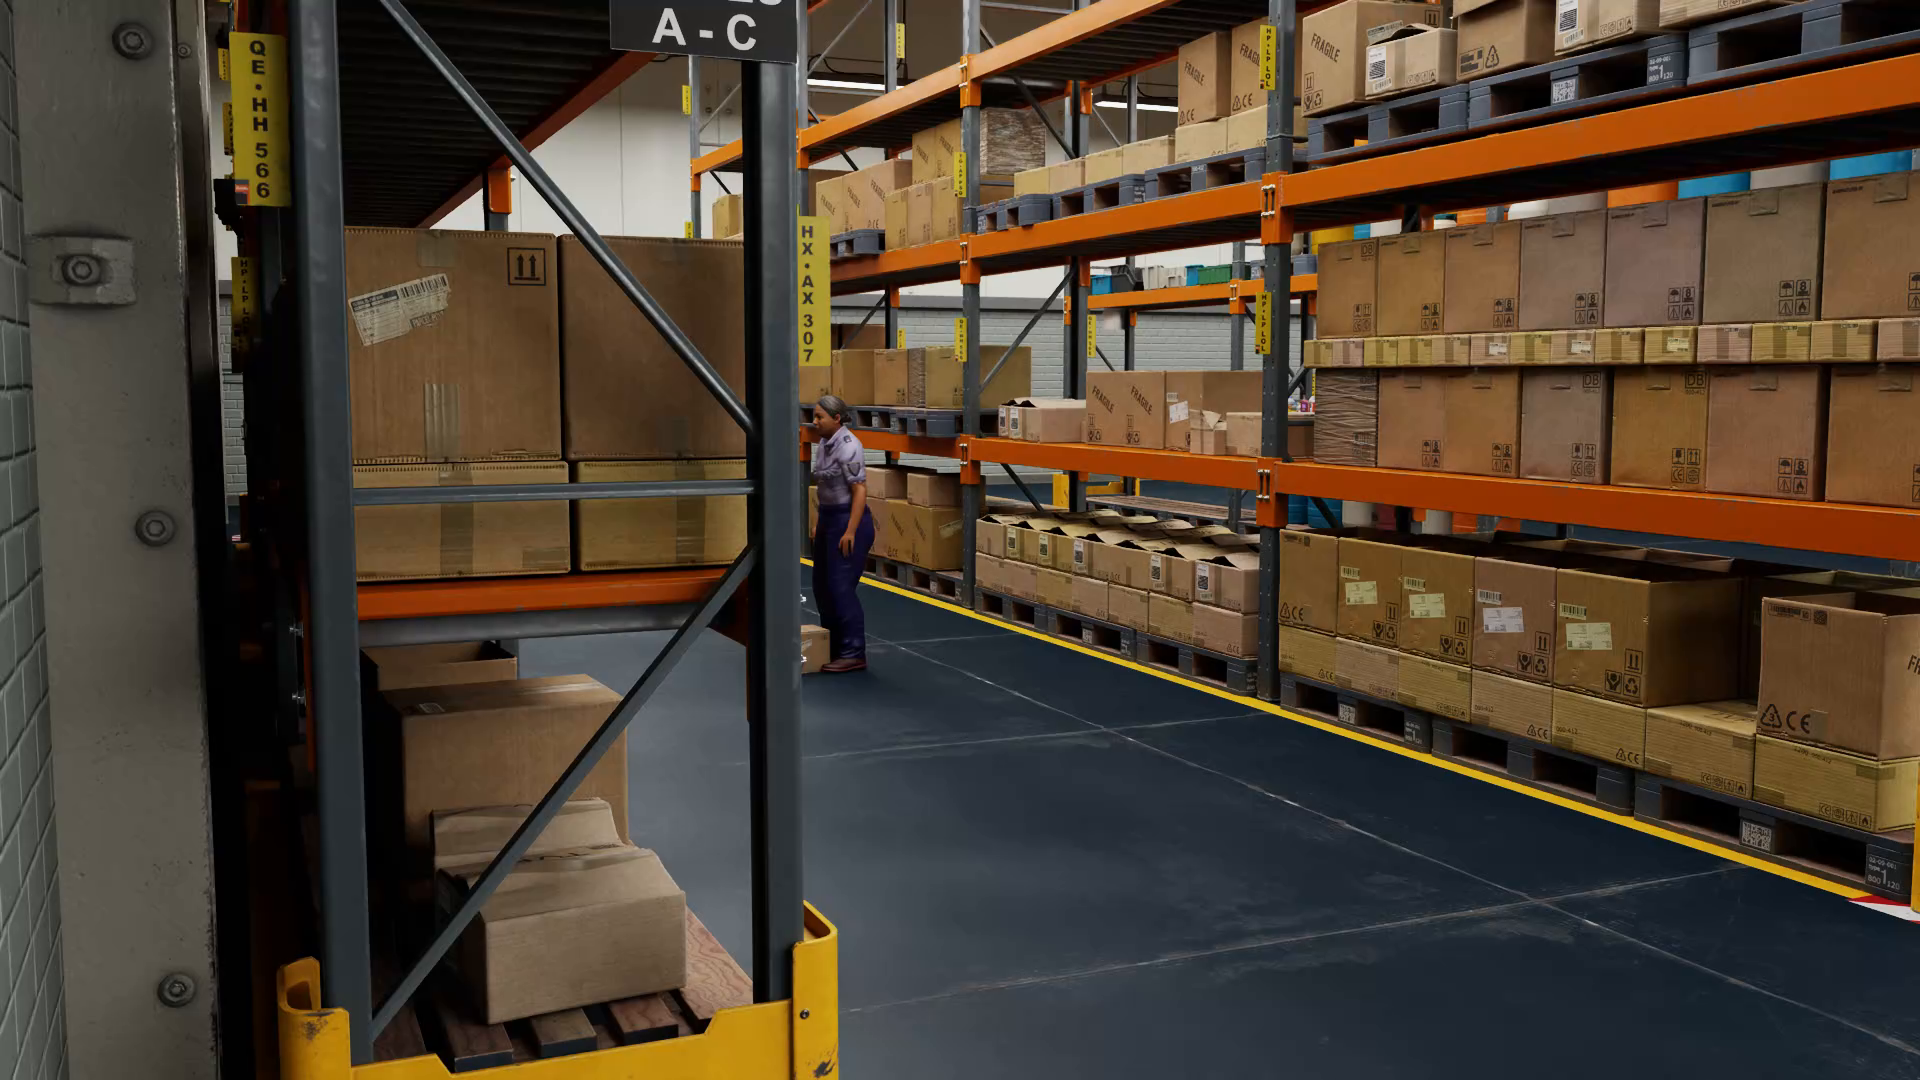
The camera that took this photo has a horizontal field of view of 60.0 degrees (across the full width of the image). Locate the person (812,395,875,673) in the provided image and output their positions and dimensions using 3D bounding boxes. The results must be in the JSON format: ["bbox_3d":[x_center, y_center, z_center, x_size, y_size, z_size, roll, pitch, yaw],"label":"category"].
[{"bbox_3d":[-0.729,-0.048,10.044,0.362,1.653,0.562,-3,6,-26],"label":"person"}]
